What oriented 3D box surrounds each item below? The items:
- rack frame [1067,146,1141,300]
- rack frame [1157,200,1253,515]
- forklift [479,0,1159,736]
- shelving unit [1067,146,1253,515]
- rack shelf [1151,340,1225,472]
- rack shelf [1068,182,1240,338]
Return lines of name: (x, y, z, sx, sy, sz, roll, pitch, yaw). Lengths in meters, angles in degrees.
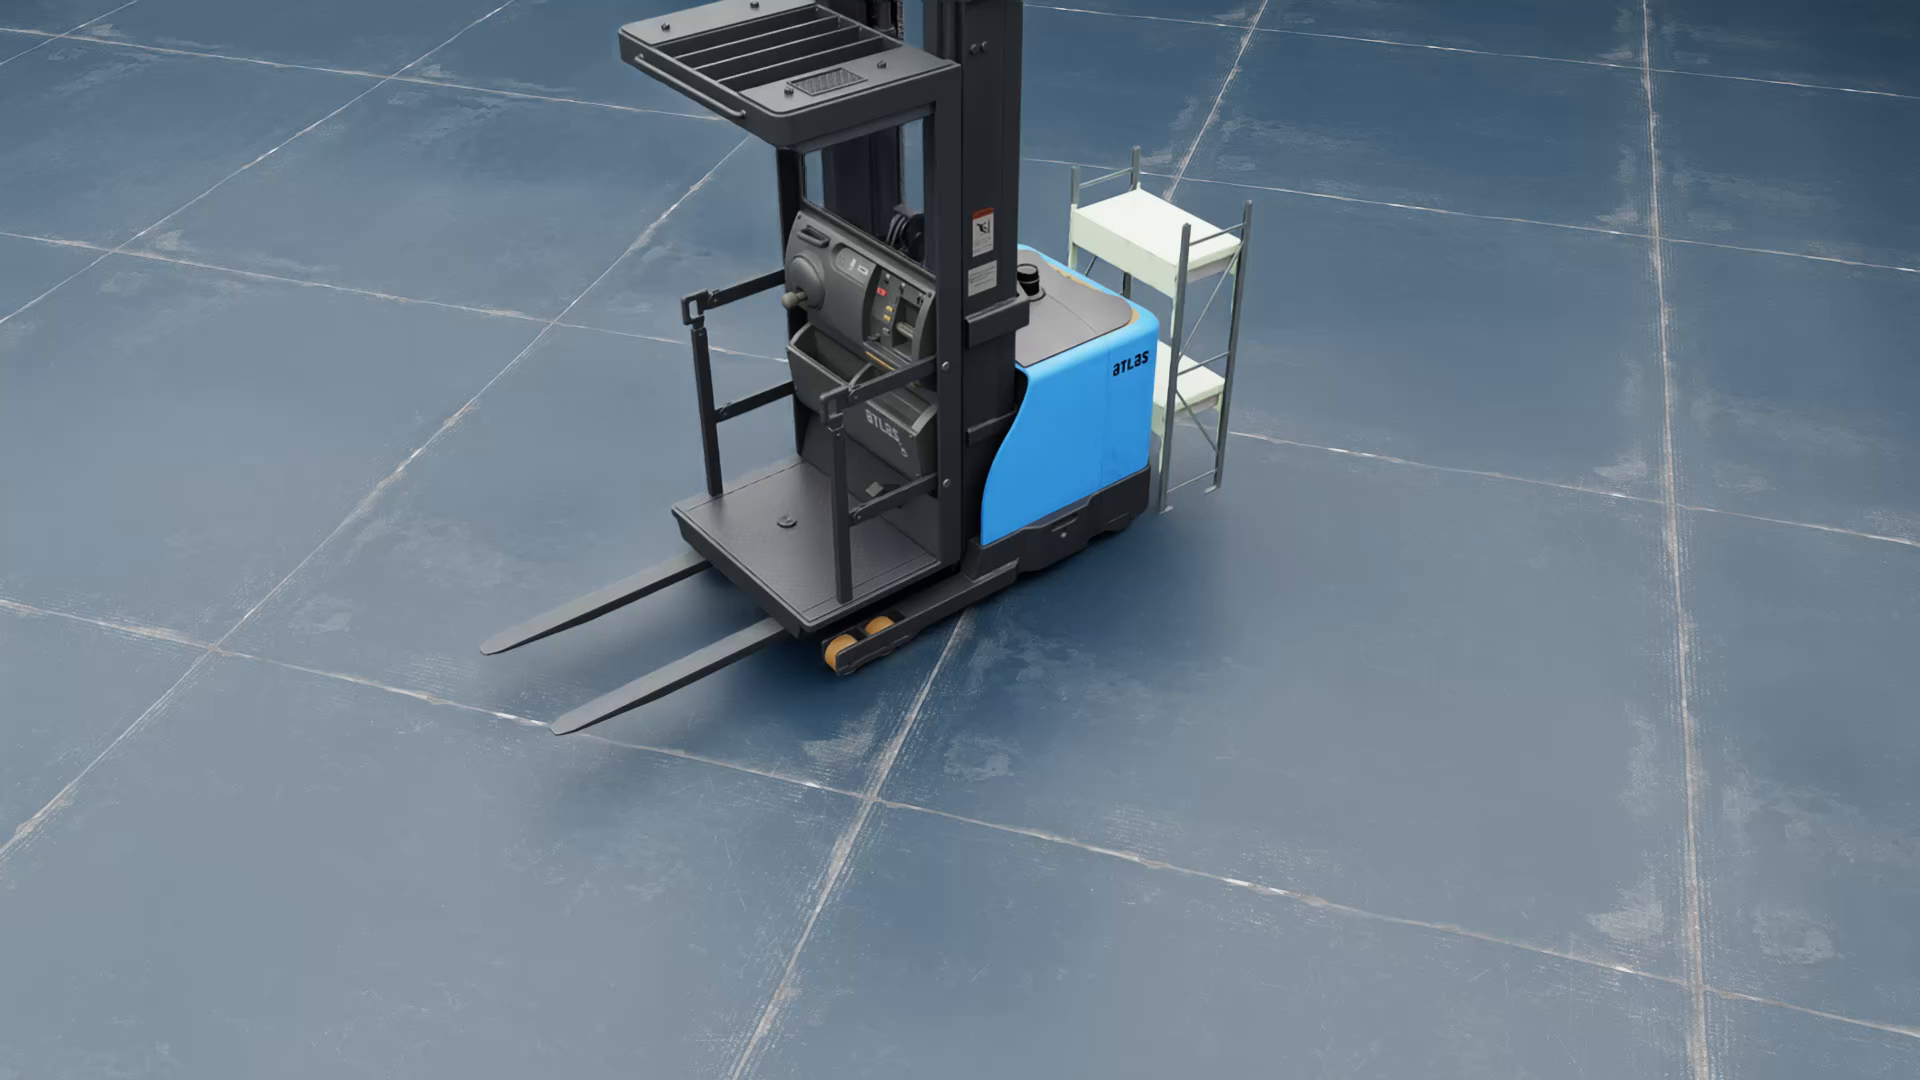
rack frame: (0.668, -1.144, 8.039, 0.400, 1.500, 0.023, -24, 43, -29)
rack frame: (1.105, -0.797, 7.566, 0.400, 1.500, 0.023, -24, 43, -29)
forklift: (-0.575, -0.970, 6.595, 3.031, 2.935, 1.130, -25, 43, -30)
shelving unit: (0.886, -0.971, 7.803, 0.431, 1.500, 0.755, -24, 43, -29)
rack shelf: (0.886, -0.708, 7.995, 0.431, 0.370, 0.720, -24, 43, -29)
rack shelf: (0.887, -1.285, 7.572, 0.431, 0.370, 0.720, -24, 43, -29)
